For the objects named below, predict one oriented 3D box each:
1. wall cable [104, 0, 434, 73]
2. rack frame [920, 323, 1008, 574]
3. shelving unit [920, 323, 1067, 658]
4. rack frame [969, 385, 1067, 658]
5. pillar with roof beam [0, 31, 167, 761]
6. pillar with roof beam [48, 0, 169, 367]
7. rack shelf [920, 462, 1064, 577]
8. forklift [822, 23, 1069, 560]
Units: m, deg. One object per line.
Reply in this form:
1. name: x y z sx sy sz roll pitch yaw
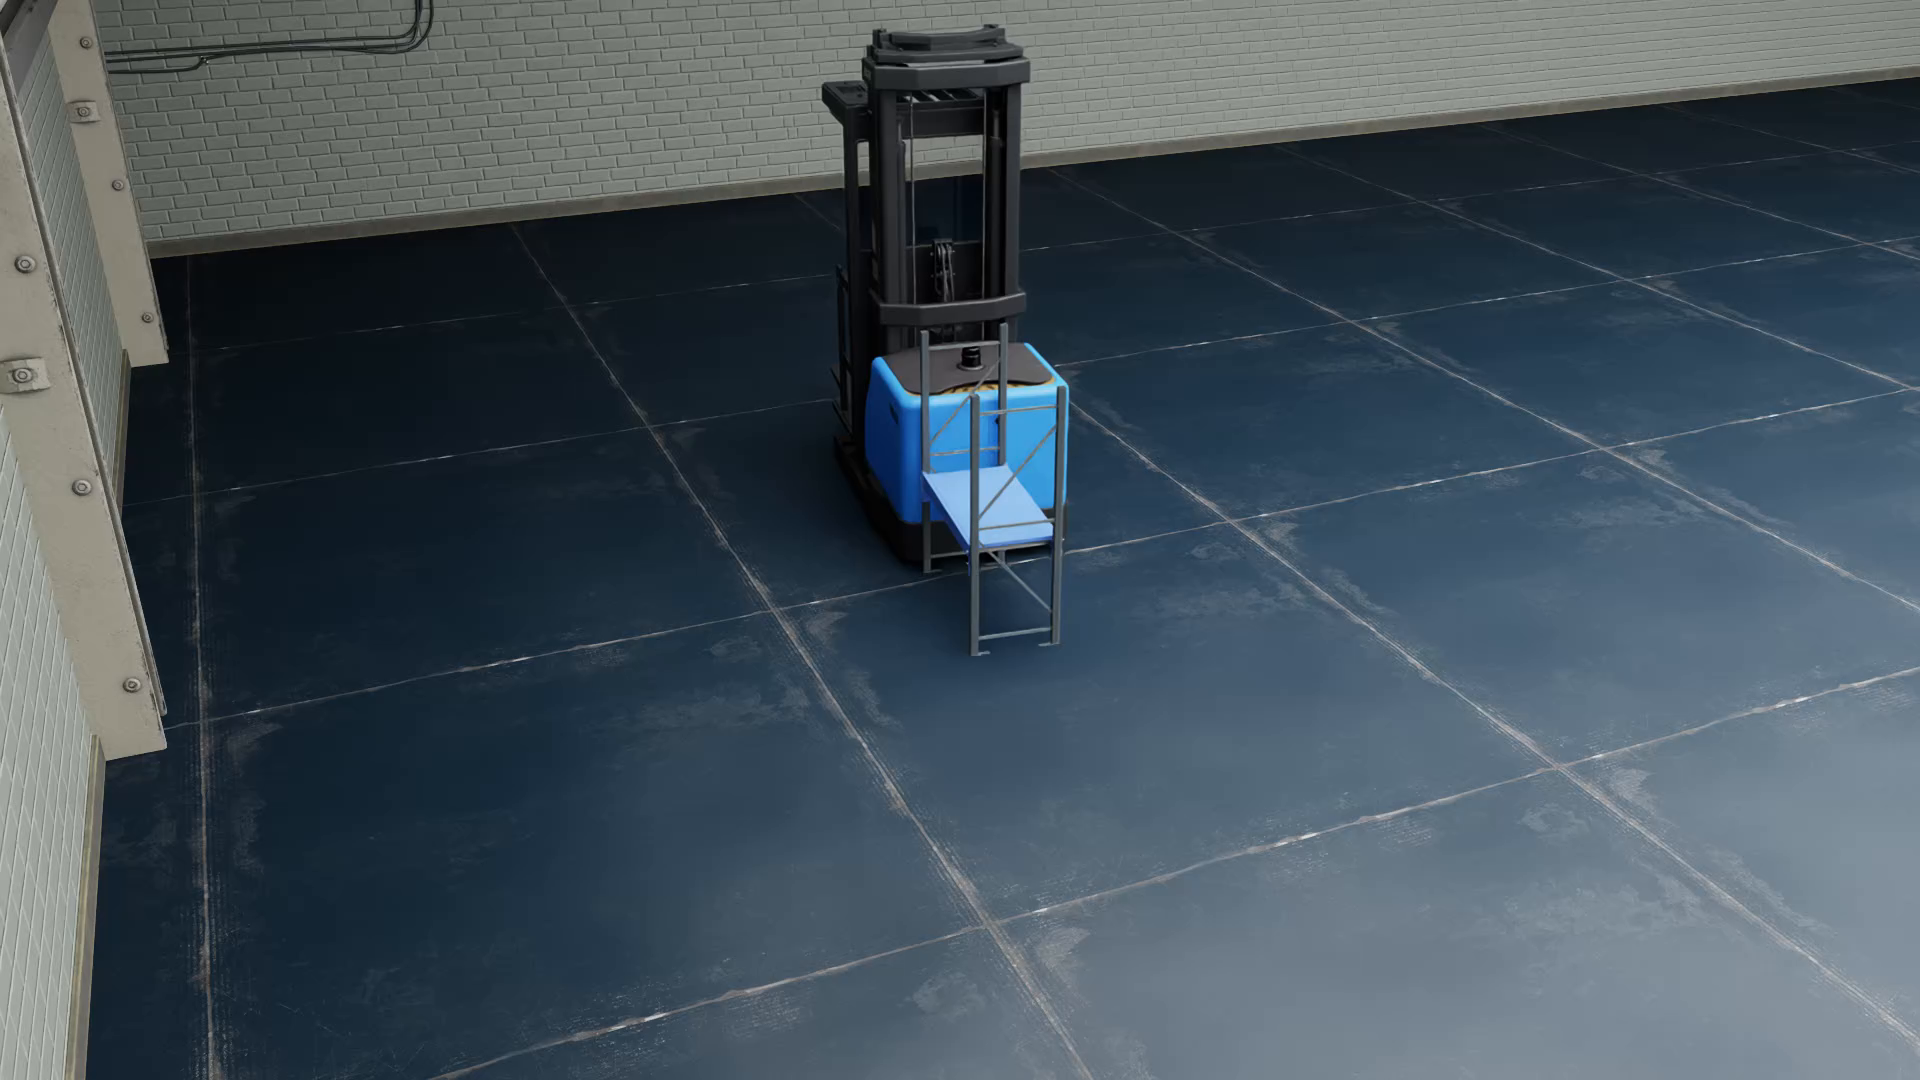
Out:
1. wall cable: -6.398 -5.518 14.833 3.097 2.526 0.112 -11 28 -21
2. rack frame: 0.024 -0.506 9.578 0.500 1.500 0.032 -7 27 -14
3. shelving unit: 0.160 -0.292 9.138 0.538 1.500 1.048 -7 27 -14
4. rack frame: 0.296 -0.077 8.698 0.500 1.500 0.032 -7 27 -14
5. pillar with roof beam: -0.150 -3.814 7.805 9.100 9.000 0.400 -11 28 -21
6. pillar with roof beam: -2.500 -6.236 12.766 9.100 9.000 0.400 -11 28 -21
7. rack shelf: 0.160 -0.130 9.217 0.538 0.185 1.000 -7 27 -14
8. forklift: -0.233 -1.822 10.641 1.130 2.935 3.031 -7 27 -14
